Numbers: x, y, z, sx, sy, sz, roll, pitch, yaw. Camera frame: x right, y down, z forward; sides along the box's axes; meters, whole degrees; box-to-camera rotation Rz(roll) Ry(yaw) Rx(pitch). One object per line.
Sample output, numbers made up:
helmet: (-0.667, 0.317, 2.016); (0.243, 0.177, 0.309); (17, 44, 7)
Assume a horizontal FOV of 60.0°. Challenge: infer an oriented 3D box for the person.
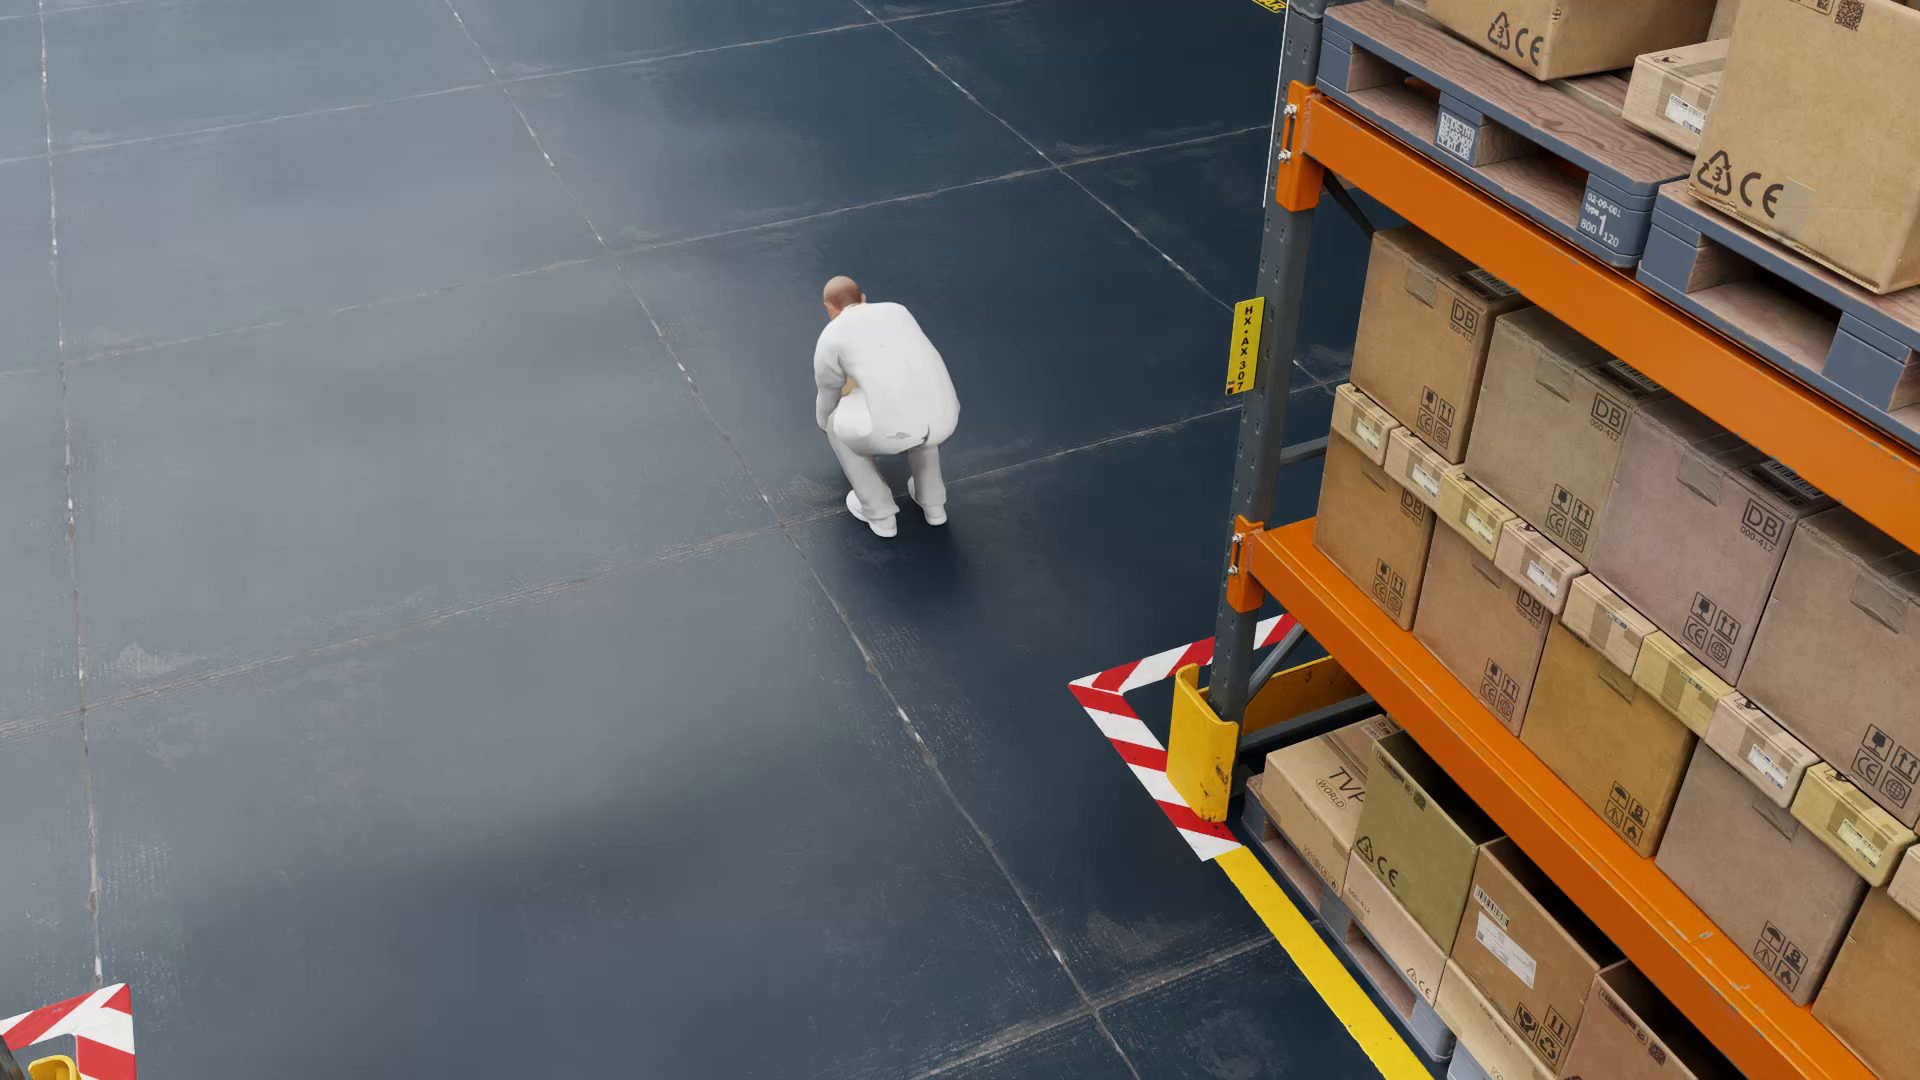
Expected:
person: (-0.351, -0.598, 7.637); (0.591, 0.971, 0.938); (-17, 40, -21)
